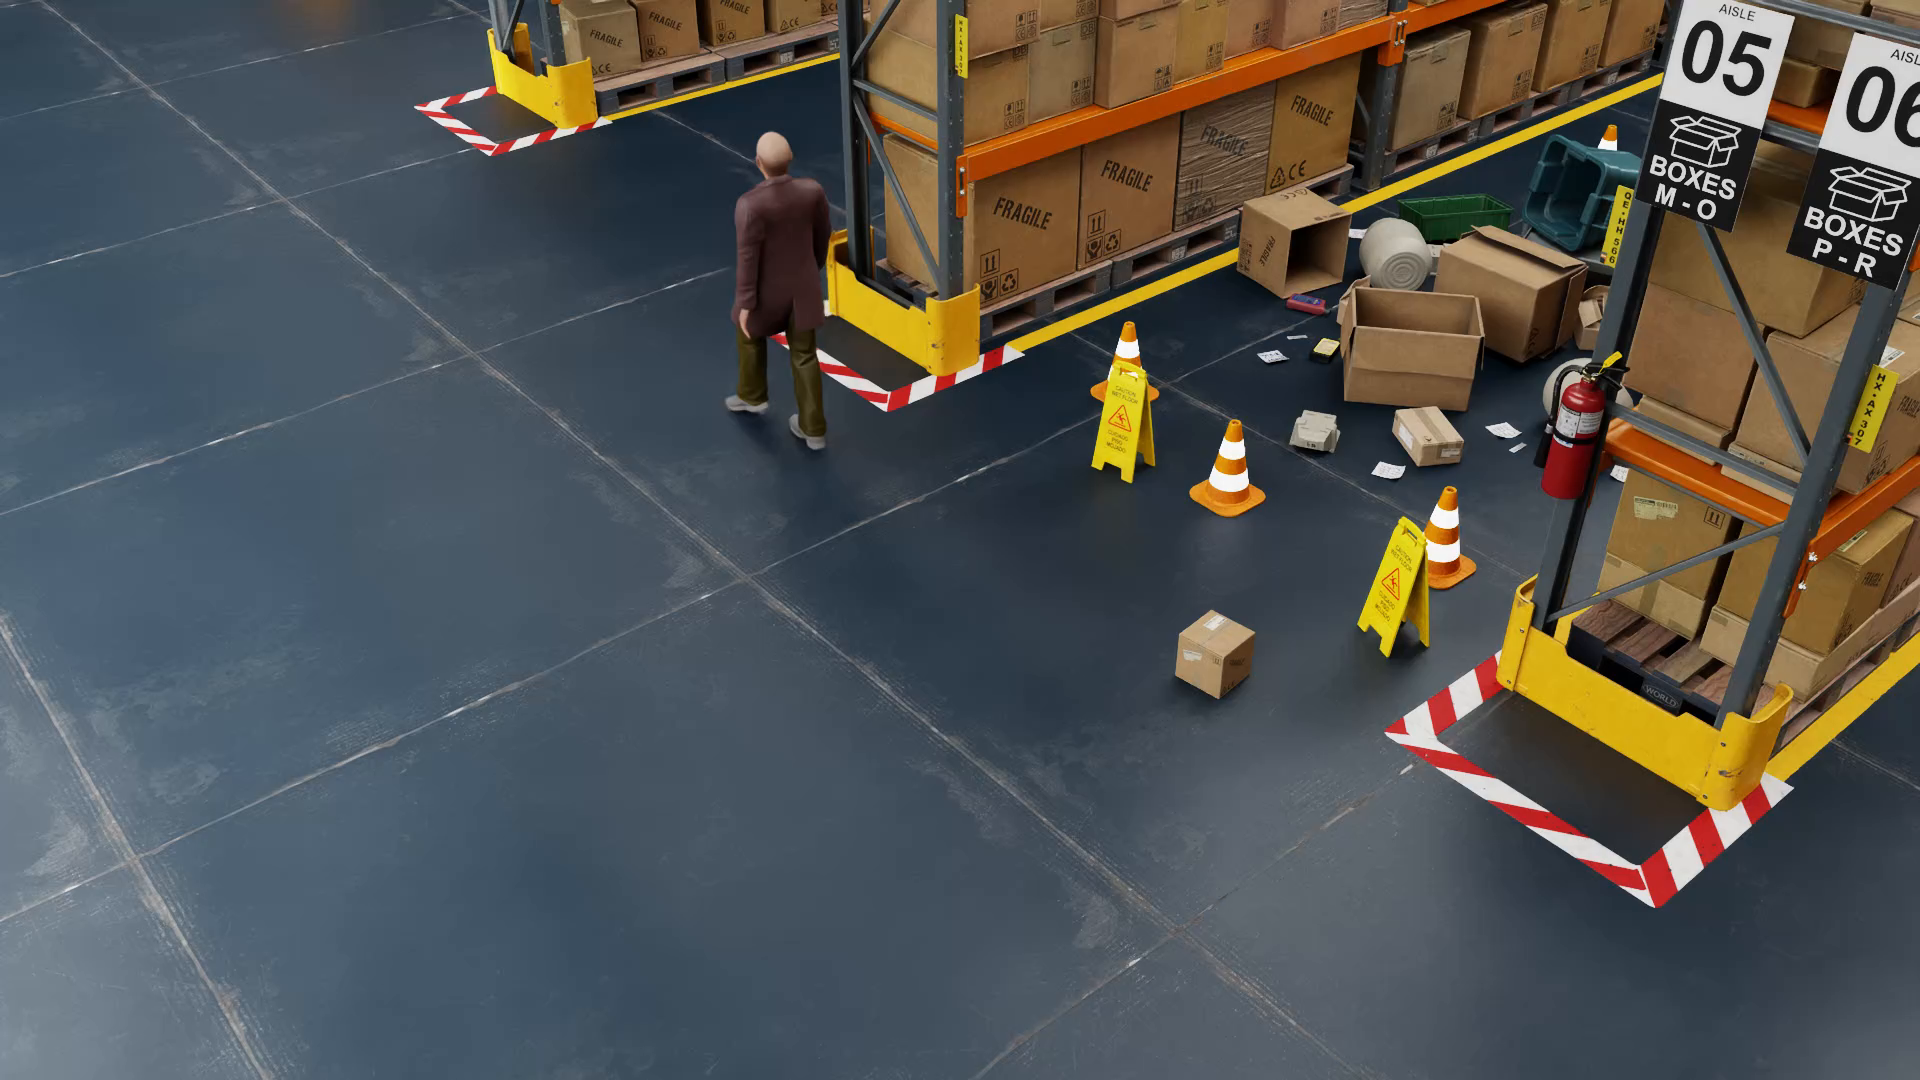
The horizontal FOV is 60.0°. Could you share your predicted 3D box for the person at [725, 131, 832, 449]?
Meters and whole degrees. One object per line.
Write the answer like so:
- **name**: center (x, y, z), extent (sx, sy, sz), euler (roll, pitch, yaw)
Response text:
- **person**: center (-0.994, -1.380, 9.036), extent (0.642, 1.807, 0.859), euler (-18, 39, -24)
